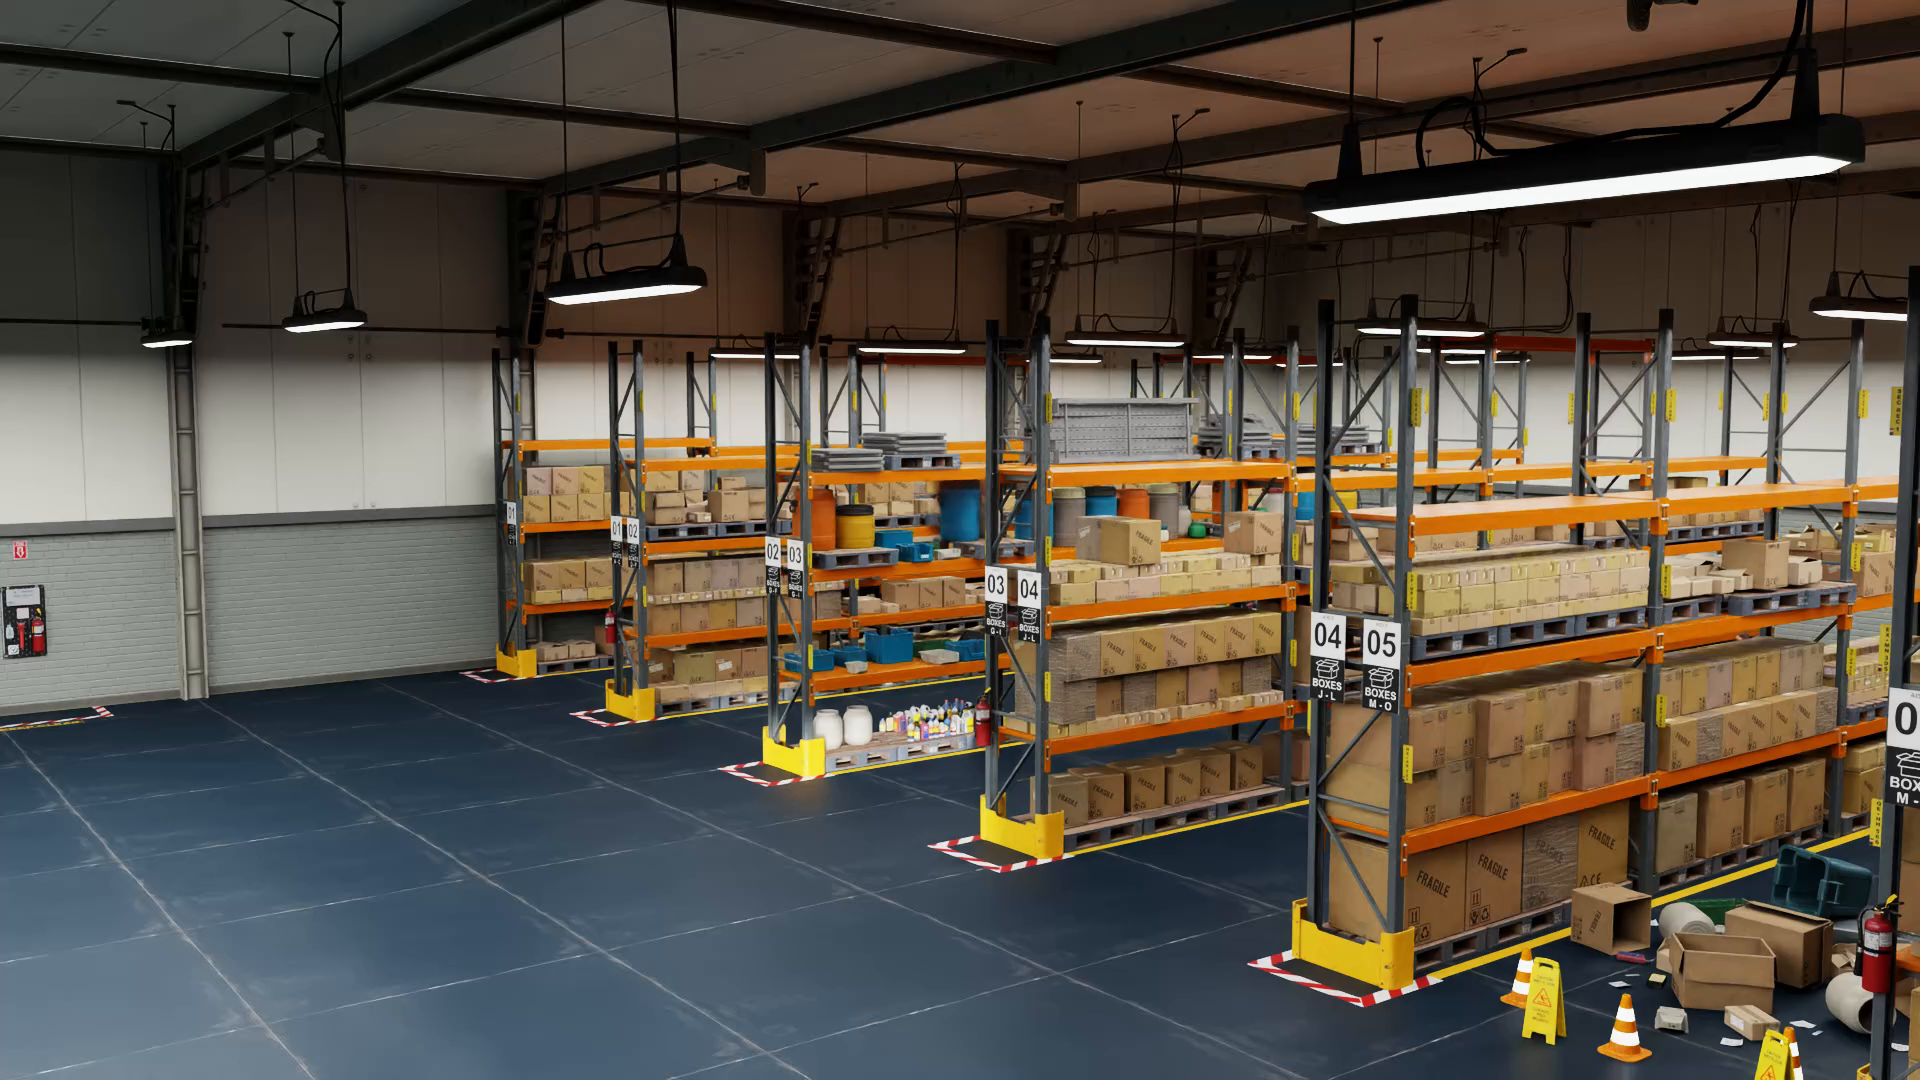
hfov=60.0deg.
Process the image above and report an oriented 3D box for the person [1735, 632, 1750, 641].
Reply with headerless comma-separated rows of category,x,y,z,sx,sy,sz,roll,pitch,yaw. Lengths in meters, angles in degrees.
person,11.591,2.176,24.685,1.058,1.610,0.453,-4,6,-39
